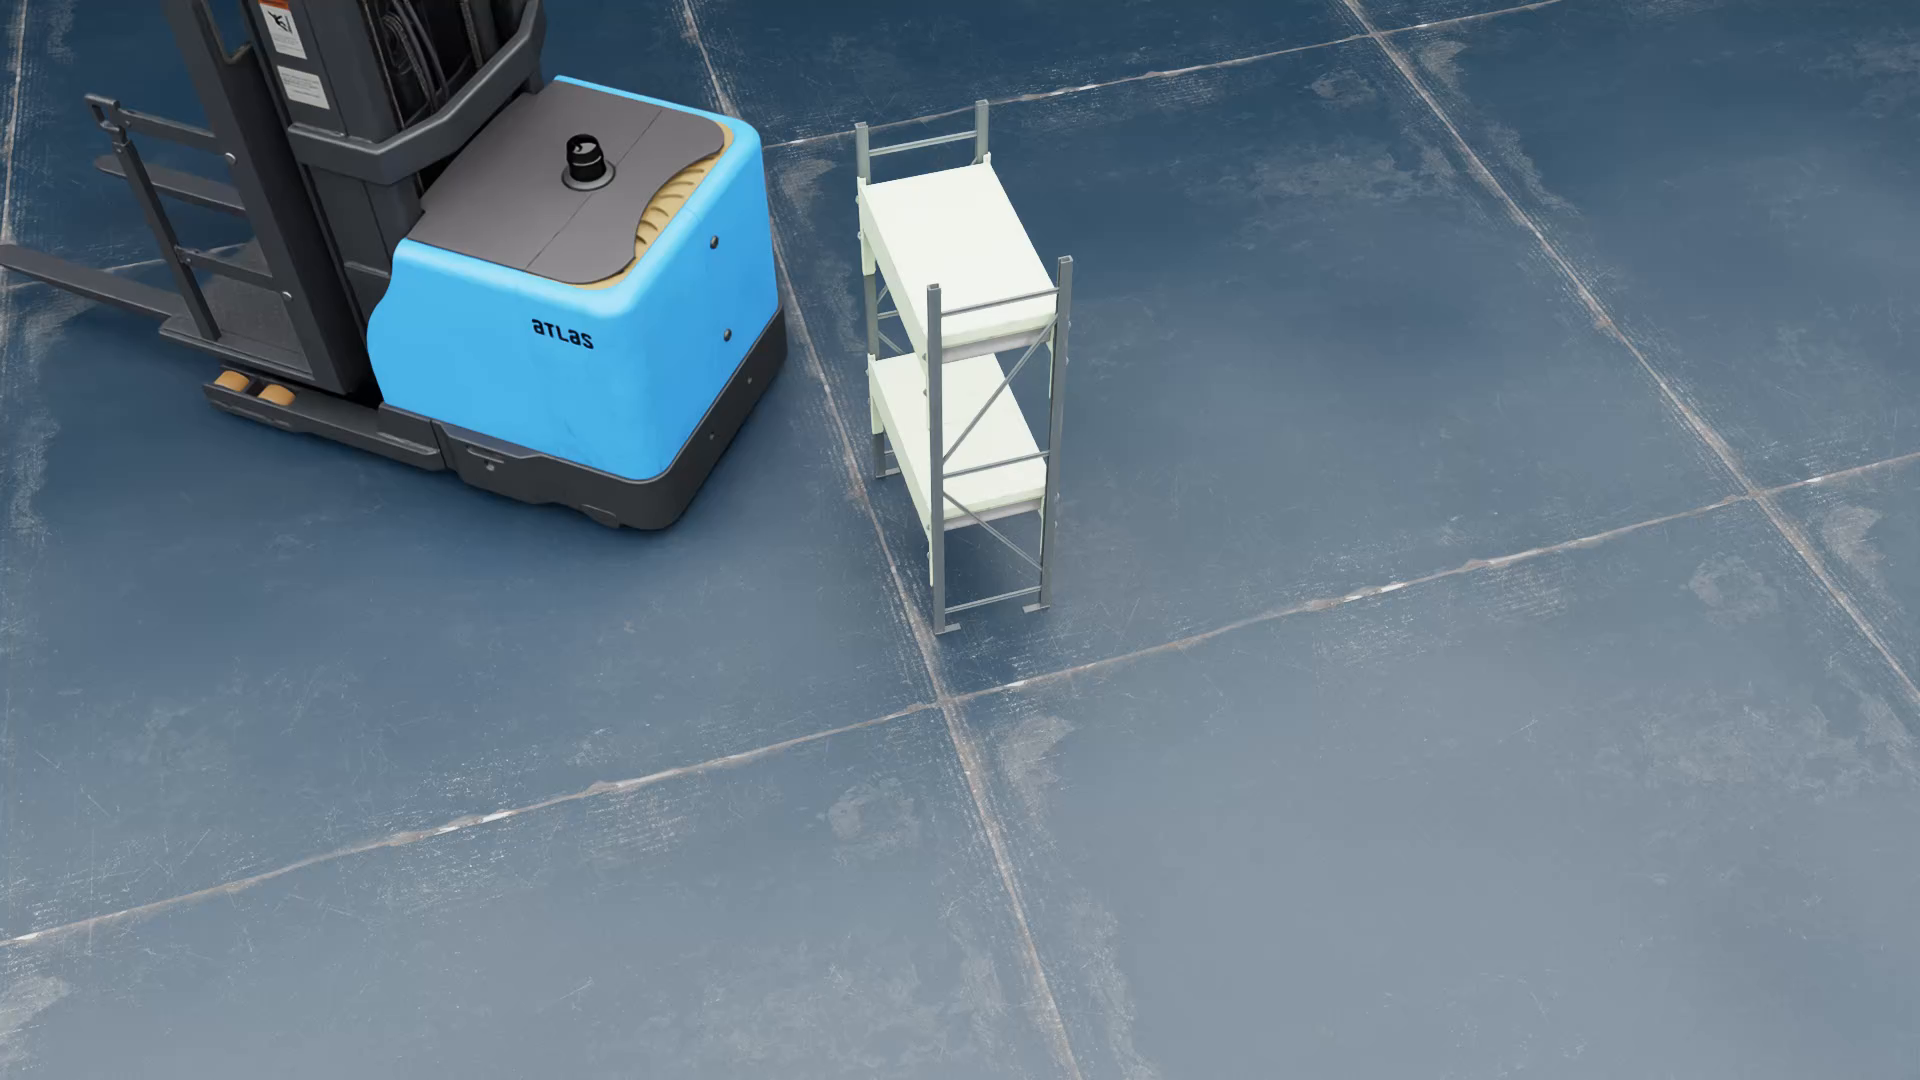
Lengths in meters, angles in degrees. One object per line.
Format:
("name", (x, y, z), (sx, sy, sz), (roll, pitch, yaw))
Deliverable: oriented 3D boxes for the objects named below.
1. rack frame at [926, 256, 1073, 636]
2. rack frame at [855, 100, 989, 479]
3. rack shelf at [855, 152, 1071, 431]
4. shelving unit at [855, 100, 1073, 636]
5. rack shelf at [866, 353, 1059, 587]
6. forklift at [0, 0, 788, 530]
("rack frame", (0.106, -0.221, 4.955), (0.400, 1.500, 0.023), (-13, 51, -11))
("rack frame", (-0.110, -0.756, 5.406), (0.400, 1.500, 0.023), (-13, 51, -11))
("rack shelf", (-0.002, -0.740, 4.882), (0.431, 0.370, 0.720), (-13, 51, -11))
("shelving unit", (-0.002, -0.488, 5.181), (0.431, 1.500, 0.755), (-13, 51, -11))
("rack shelf", (-0.002, -0.278, 5.430), (0.431, 0.370, 0.720), (-13, 51, -11))
("forklift", (-2.217, -1.707, 5.272), (3.031, 2.935, 1.130), (17, 52, 14))
